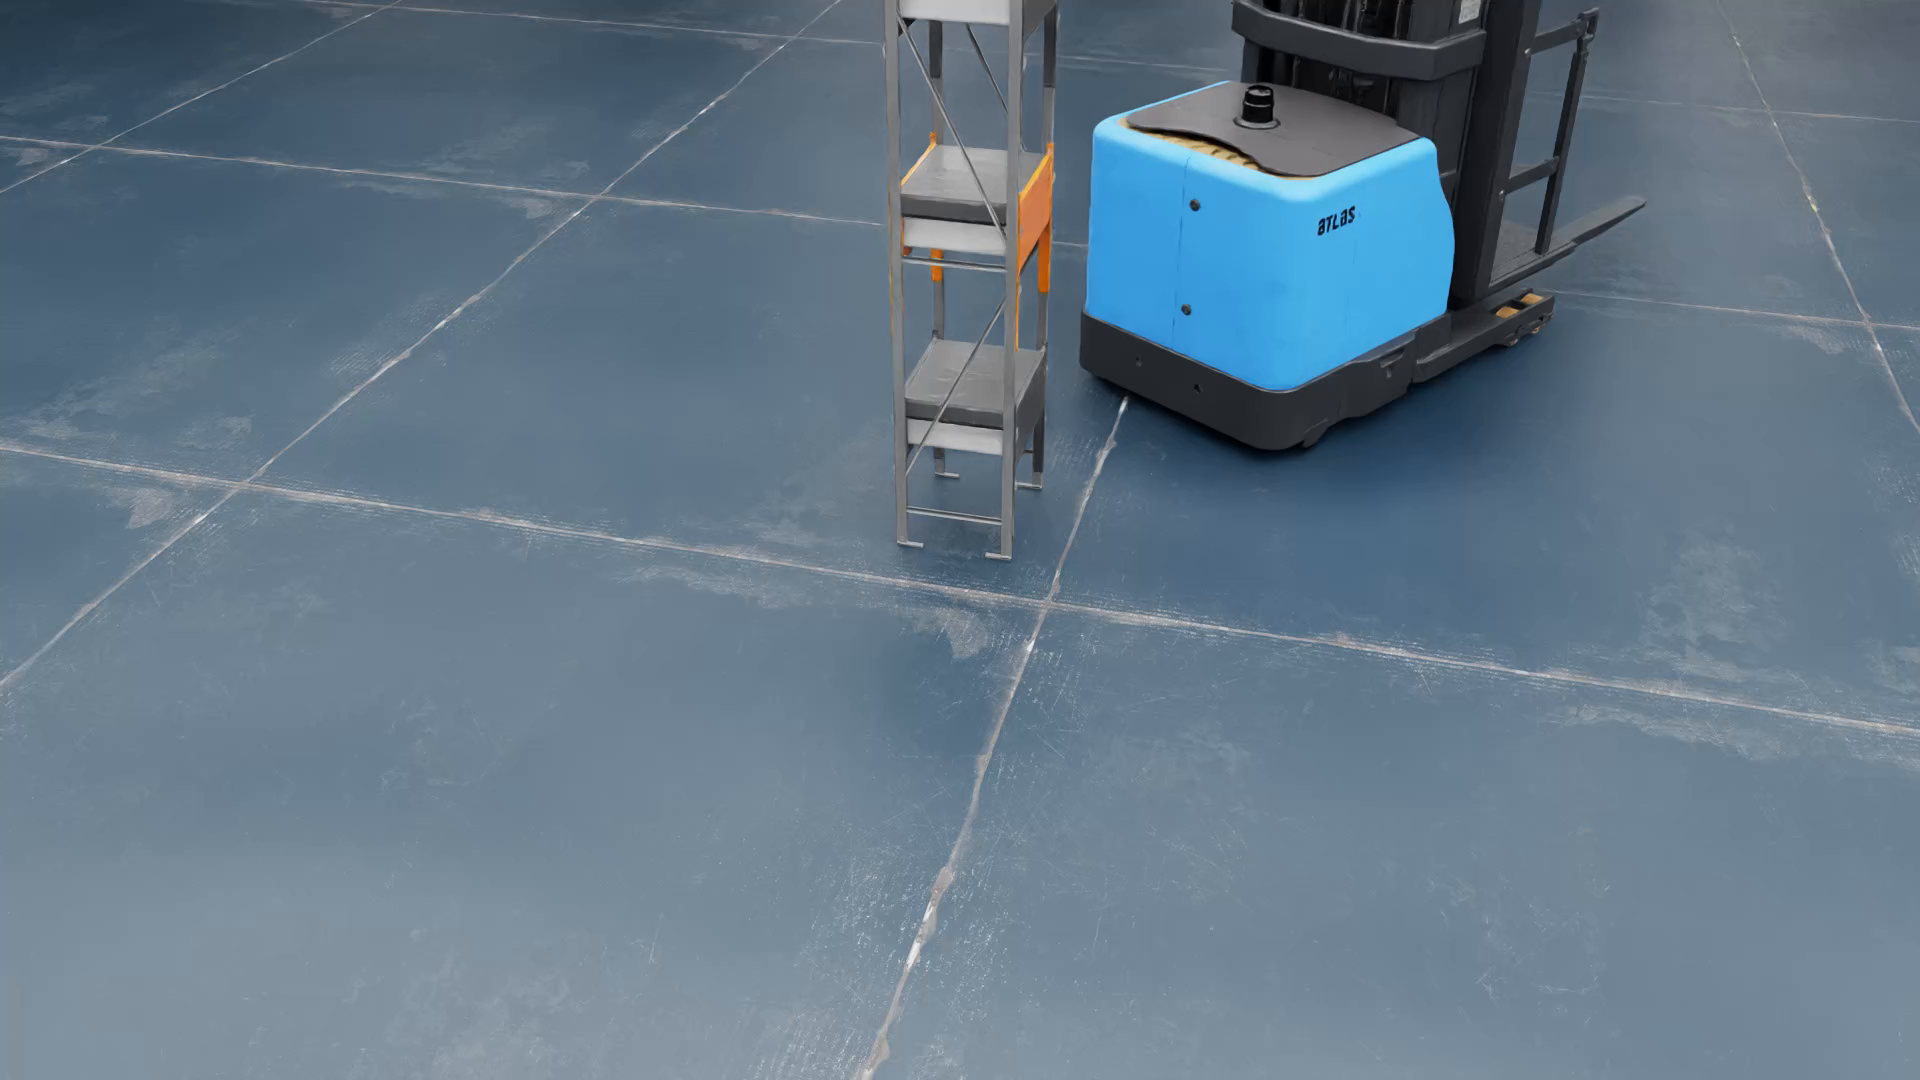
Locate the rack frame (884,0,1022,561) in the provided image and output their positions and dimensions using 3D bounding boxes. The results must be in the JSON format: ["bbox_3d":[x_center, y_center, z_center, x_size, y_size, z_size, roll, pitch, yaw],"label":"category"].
[{"bbox_3d":[-0.020,-0.845,5.123,0.400,2.100,0.015,8,33,12],"label":"rack frame"}]

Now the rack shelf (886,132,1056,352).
[{"bbox_3d":[0.042,-0.960,5.329,0.431,0.518,0.480,8,33,12],"label":"rack shelf"}]

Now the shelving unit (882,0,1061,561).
[{"bbox_3d":[0.042,-0.972,5.322,0.431,2.100,0.503,8,33,12],"label":"shelving unit"}]

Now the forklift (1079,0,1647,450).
[{"bbox_3d":[1.910,-2.240,6.541,3.031,2.935,1.130,-26,41,-35],"label":"forklift"}]

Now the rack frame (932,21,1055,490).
[{"bbox_3d":[0.104,-1.099,5.521,0.400,2.100,0.015,8,33,12],"label":"rack frame"}]

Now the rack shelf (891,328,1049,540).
[{"bbox_3d":[0.042,-0.370,5.705,0.431,0.518,0.480,8,33,12],"label":"rack shelf"}]

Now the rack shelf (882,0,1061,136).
[{"bbox_3d":[0.042,-1.551,4.954,0.431,0.518,0.480,8,33,12],"label":"rack shelf"}]
